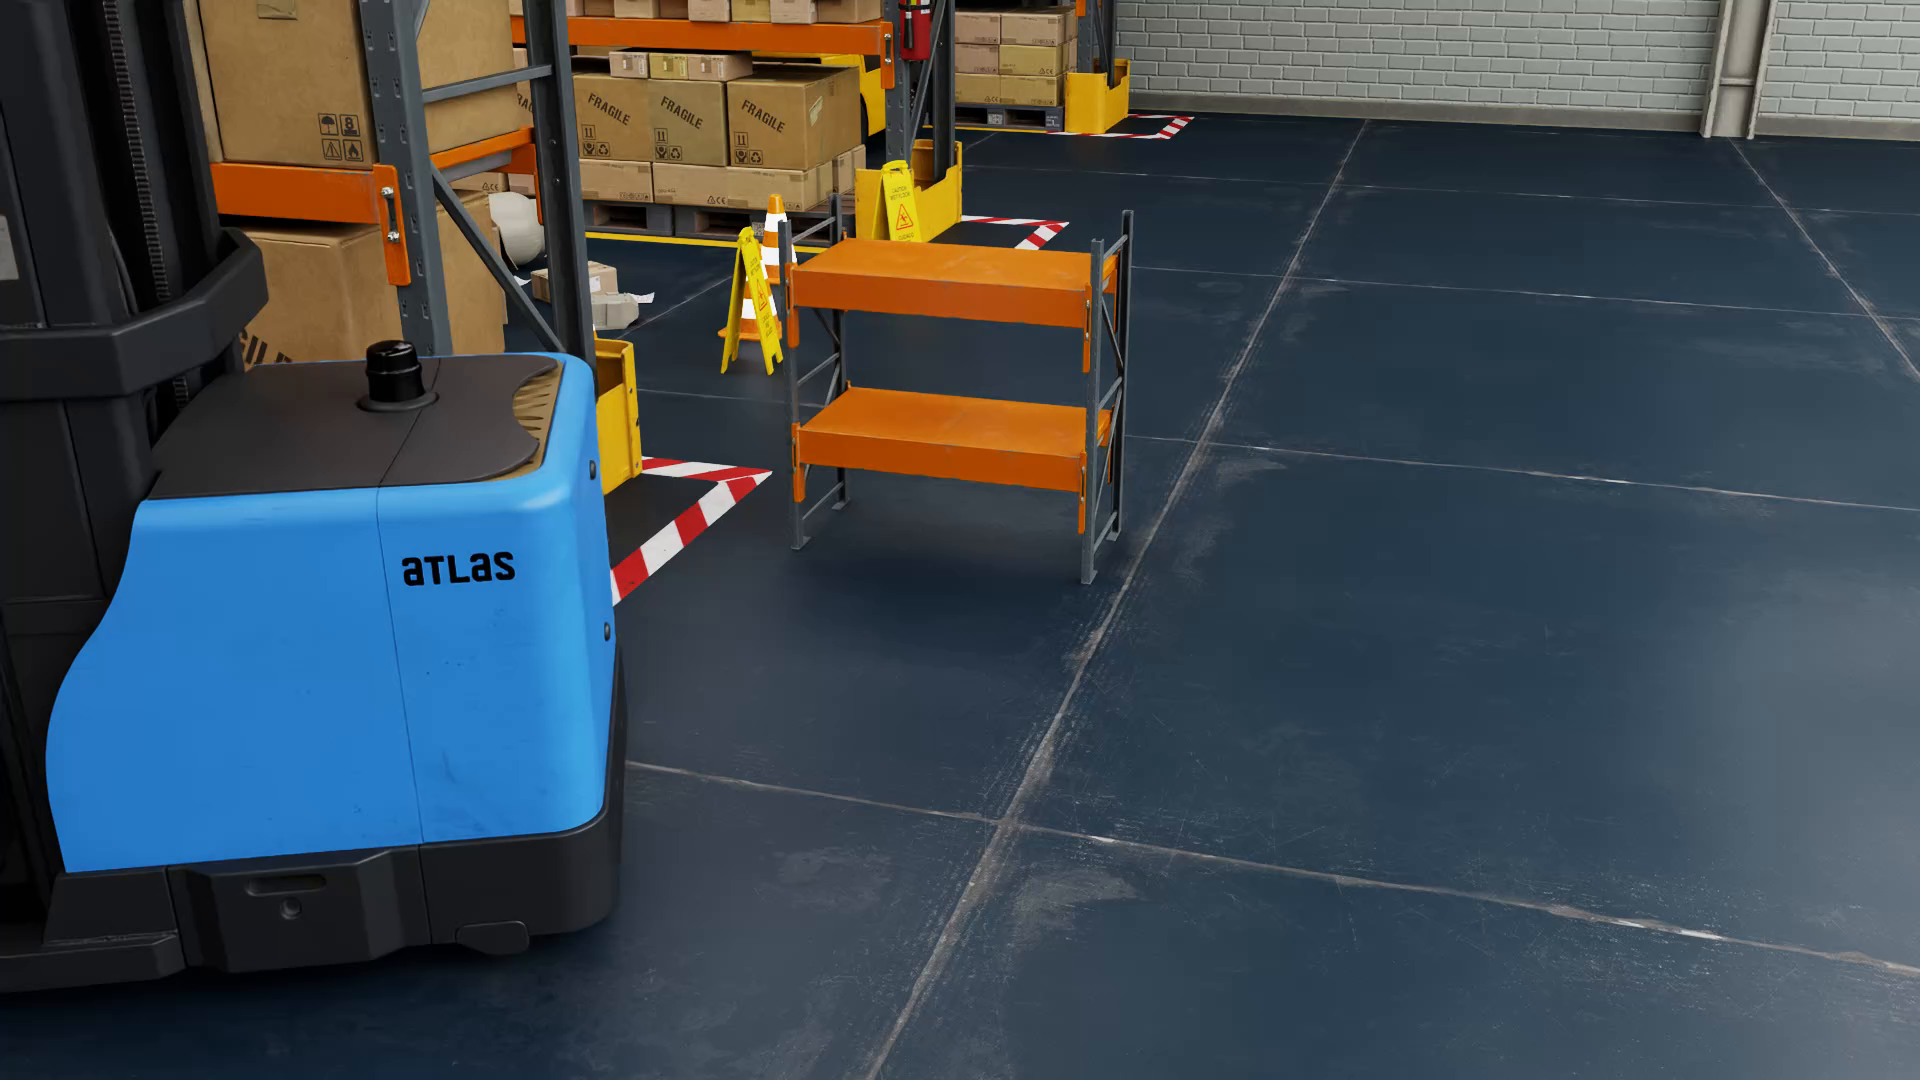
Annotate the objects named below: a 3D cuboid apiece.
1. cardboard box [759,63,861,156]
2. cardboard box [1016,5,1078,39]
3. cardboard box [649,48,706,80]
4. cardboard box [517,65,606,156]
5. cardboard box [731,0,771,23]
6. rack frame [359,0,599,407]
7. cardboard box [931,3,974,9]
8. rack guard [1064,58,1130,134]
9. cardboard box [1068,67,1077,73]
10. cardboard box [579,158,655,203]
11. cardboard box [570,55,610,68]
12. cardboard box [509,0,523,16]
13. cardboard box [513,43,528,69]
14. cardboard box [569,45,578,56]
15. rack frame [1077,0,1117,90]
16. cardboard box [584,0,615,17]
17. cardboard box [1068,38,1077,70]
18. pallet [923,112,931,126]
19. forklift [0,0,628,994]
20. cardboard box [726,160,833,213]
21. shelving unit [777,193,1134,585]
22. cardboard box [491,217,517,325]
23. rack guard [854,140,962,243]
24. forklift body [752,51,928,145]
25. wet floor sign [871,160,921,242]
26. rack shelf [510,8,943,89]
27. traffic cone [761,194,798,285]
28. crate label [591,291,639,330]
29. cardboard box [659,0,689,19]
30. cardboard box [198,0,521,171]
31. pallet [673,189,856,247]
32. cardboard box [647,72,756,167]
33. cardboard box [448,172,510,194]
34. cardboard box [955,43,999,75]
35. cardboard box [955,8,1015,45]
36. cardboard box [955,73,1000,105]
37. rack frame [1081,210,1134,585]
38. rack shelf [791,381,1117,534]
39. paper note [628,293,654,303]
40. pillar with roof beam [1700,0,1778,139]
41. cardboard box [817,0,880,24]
[{"bbox_3d":[-0.949,-2.750,10.602,0.500,0.500,0.500,6,23,14],"label":"cardboard box"},{"bbox_3d":[0.791,-4.599,14.782,0.500,0.250,0.500,6,23,15],"label":"cardboard box"},{"bbox_3d":[-1.686,-2.896,10.104,0.250,0.149,0.380,7,23,16],"label":"cardboard box"},{"bbox_3d":[-2.564,-2.722,10.535,0.500,0.500,0.500,8,24,18],"label":"cardboard box"},{"bbox_3d":[-1.167,-3.160,9.851,0.250,0.149,0.380,6,23,15],"label":"cardboard box"},{"bbox_3d":[-1.566,-1.480,5.425,0.127,3.000,1.000,7,23,16],"label":"rack frame"},{"bbox_3d":[-0.164,-4.711,15.056,0.500,0.250,0.500,6,23,15],"label":"cardboard box"},{"bbox_3d":[1.220,-3.934,14.702,0.348,0.500,1.175,7,23,16],"label":"rack guard"},{"bbox_3d":[0.783,-4.140,14.980,0.500,0.250,0.500,7,23,16],"label":"cardboard box"},{"bbox_3d":[-2.081,-2.317,10.536,0.500,0.250,0.500,6,23,14],"label":"cardboard box"},{"bbox_3d":[-2.443,-2.919,11.015,0.500,0.500,0.500,8,24,18],"label":"cardboard box"},{"bbox_3d":[-2.632,-3.317,10.234,0.250,0.149,0.380,7,23,16],"label":"cardboard box"},{"bbox_3d":[-2.722,-3.014,10.393,0.250,0.149,0.380,8,24,19],"label":"cardboard box"},{"bbox_3d":[-3.876,-4.768,16.017,0.625,0.625,0.875,6,23,15],"label":"cardboard box"},{"bbox_3d":[1.197,-5.093,14.234,0.127,3.000,1.000,7,23,16],"label":"rack frame"},{"bbox_3d":[-2.111,-3.311,10.220,0.250,0.149,0.380,7,23,16],"label":"cardboard box"},{"bbox_3d":[0.807,-4.373,14.890,0.500,0.250,0.500,7,23,16],"label":"cardboard box"},{"bbox_3d":[-0.712,-4.006,15.258,1.213,0.211,1.003,7,23,15],"label":"pallet"},{"bbox_3d":[-2.315,-0.566,3.288,3.031,2.935,1.130,-3,23,-8],"label":"forklift"},{"bbox_3d":[-1.108,-2.205,10.262,0.500,0.250,0.500,6,23,15],"label":"cardboard box"},{"bbox_3d":[-0.006,-0.521,5.558,1.048,1.125,0.538,7,23,16],"label":"shelving unit"},{"bbox_3d":[-2.646,-1.407,8.537,0.637,0.503,0.797,-9,24,-21],"label":"cardboard box"},{"bbox_3d":[-0.306,-2.141,10.331,0.348,0.500,1.175,7,23,16],"label":"rack guard"},{"bbox_3d":[-1.145,-4.245,13.286,1.214,2.155,2.313,7,23,16],"label":"forklift body"},{"bbox_3d":[-0.360,-1.790,9.284,0.232,0.644,0.267,16,27,34],"label":"wet floor sign"},{"bbox_3d":[-2.148,-3.176,10.507,4.000,0.370,1.077,7,23,16],"label":"rack shelf"},{"bbox_3d":[-1.018,-1.694,9.290,0.334,0.463,0.336,7,23,16],"label":"traffic cone"},{"bbox_3d":[-1.783,-1.166,8.433,0.298,0.136,0.250,-5,23,-12],"label":"crate label"},{"bbox_3d":[-1.627,-3.256,10.086,0.250,0.149,0.380,7,23,16],"label":"cardboard box"},{"bbox_3d":[-1.935,-1.573,5.455,0.550,0.550,0.875,7,23,16],"label":"cardboard box"},{"bbox_3d":[-1.074,-2.109,10.634,1.213,0.211,1.003,7,23,16],"label":"pallet"},{"bbox_3d":[-1.576,-2.607,10.255,0.500,0.500,0.500,7,23,17],"label":"cardboard box"},{"bbox_3d":[-3.062,-2.433,10.818,0.500,0.250,0.500,8,24,19],"label":"cardboard box"},{"bbox_3d":[0.164,-4.245,14.578,0.500,0.250,0.500,6,23,15],"label":"cardboard box"},{"bbox_3d":[0.175,-4.469,14.464,0.500,0.250,0.500,7,23,16],"label":"cardboard box"},{"bbox_3d":[0.182,-4.010,14.663,0.500,0.250,0.500,7,23,15],"label":"cardboard box"},{"bbox_3d":[0.480,-0.465,5.422,0.032,1.125,0.500,7,23,16],"label":"rack frame"},{"bbox_3d":[-0.006,-0.295,5.651,1.000,0.278,0.538,7,23,16],"label":"rack shelf"},{"bbox_3d":[-1.713,-1.296,8.889,0.142,0.019,0.148,-1,22,-3],"label":"paper note"},{"bbox_3d":[5.291,-6.050,8.663,0.400,9.000,9.100,7,23,16],"label":"pillar with roof beam"},{"bbox_3d":[-0.653,-3.136,9.794,0.250,0.149,0.380,7,23,17],"label":"cardboard box"}]
